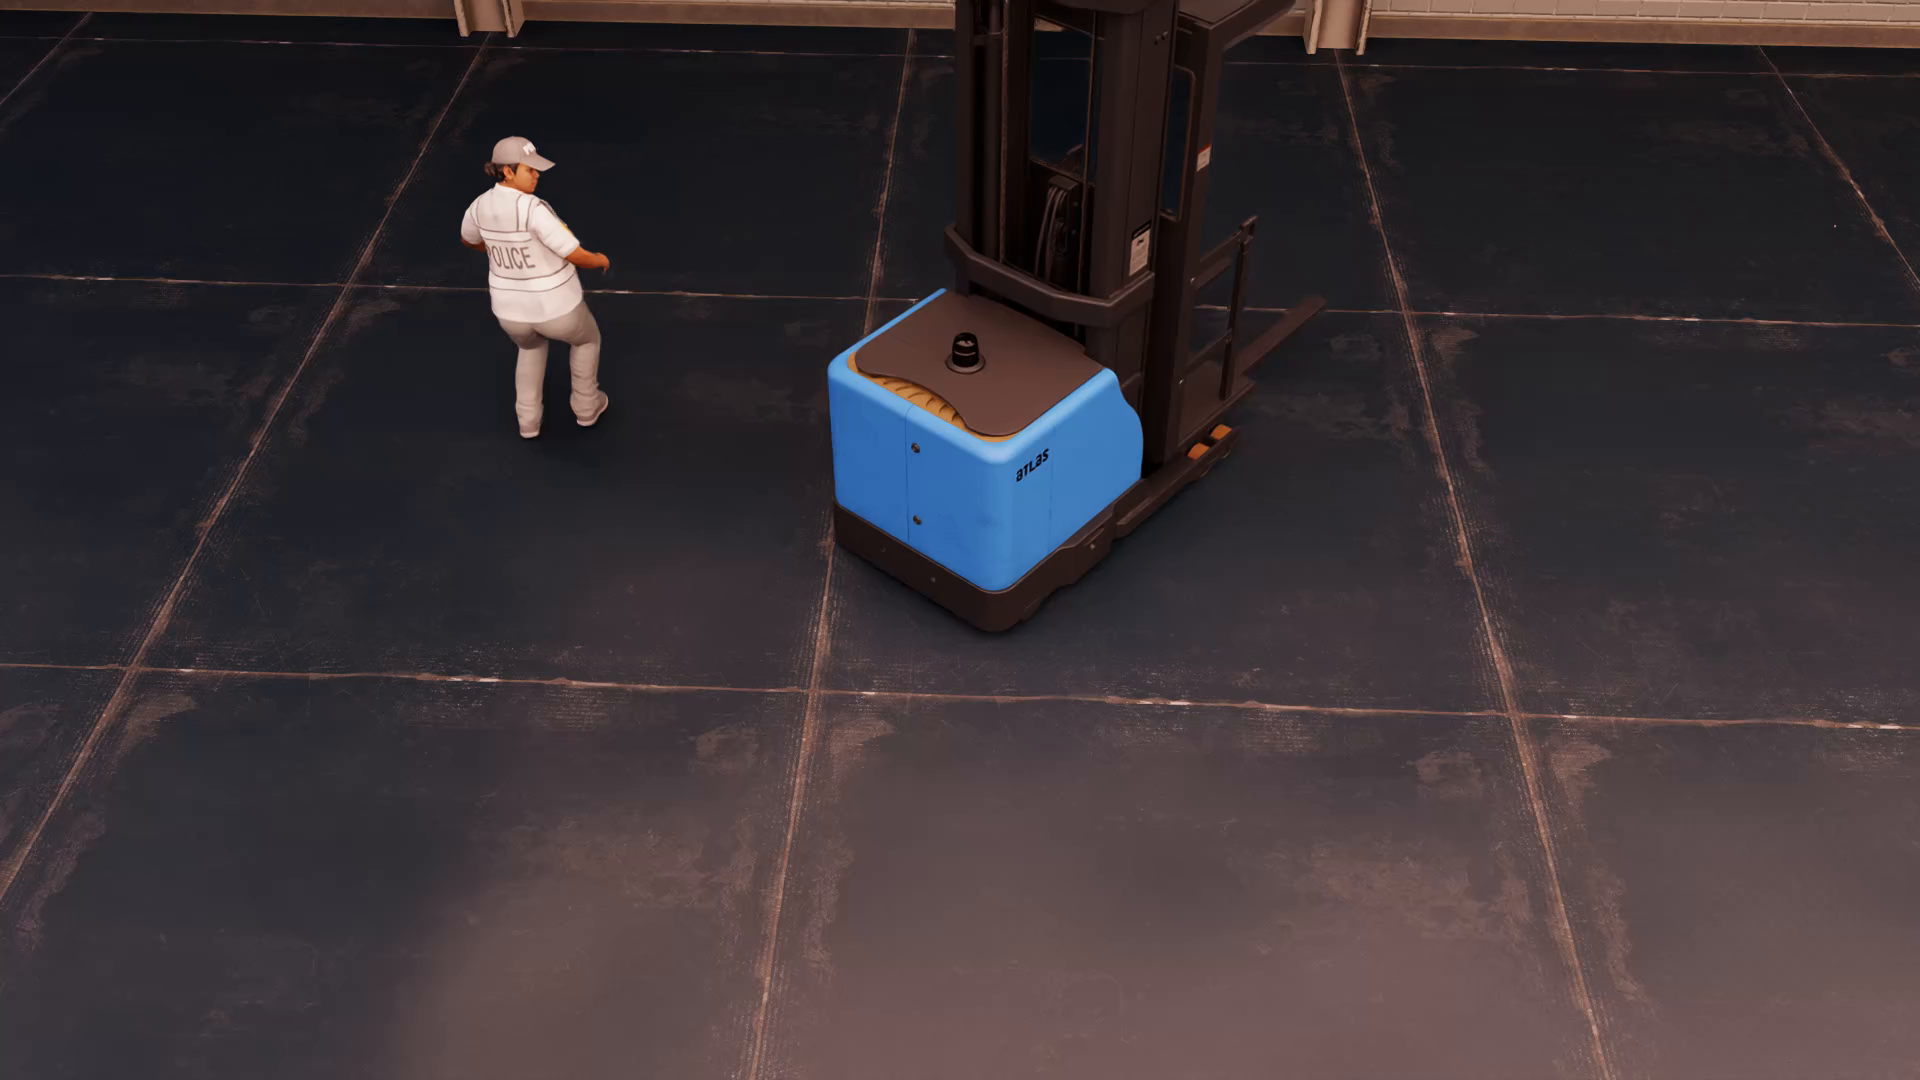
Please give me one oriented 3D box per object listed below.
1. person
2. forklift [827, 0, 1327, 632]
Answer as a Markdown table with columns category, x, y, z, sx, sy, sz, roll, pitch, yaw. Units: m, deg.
| category | x | y | z | sx | sy | sz | roll | pitch | yaw |
| --- | --- | --- | --- | --- | --- | --- | --- | --- | --- |
| person | -2.044 | -1.204 | 8.077 | 0.720 | 1.619 | 0.597 | 10 | 43 | 11 |
| forklift | 0.750 | -1.596 | 7.491 | 1.130 | 2.935 | 3.031 | 30 | 50 | 29 |
